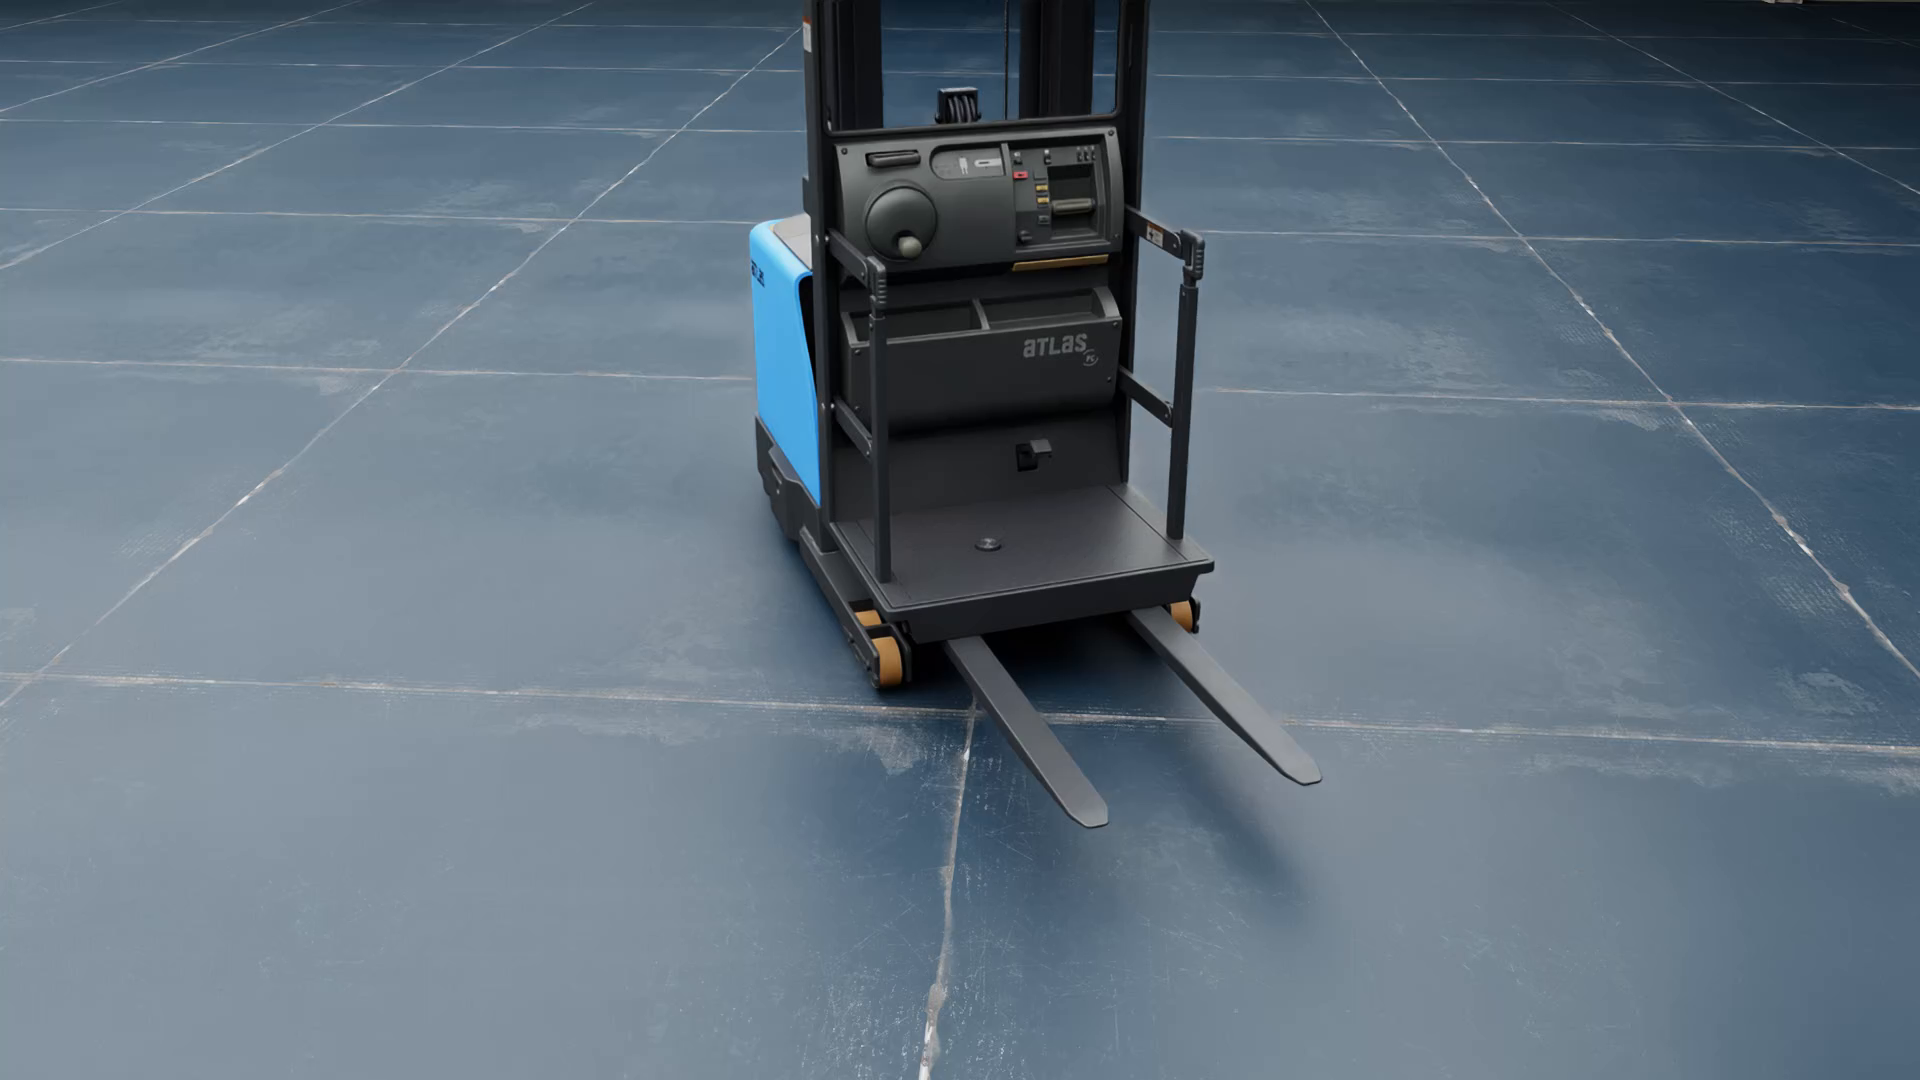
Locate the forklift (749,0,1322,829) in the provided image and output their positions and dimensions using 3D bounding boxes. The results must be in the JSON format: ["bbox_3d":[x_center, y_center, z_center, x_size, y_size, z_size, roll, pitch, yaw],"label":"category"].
[{"bbox_3d":[0.144,-1.054,5.034,1.130,2.935,3.031,-8,26,-17],"label":"forklift"}]
